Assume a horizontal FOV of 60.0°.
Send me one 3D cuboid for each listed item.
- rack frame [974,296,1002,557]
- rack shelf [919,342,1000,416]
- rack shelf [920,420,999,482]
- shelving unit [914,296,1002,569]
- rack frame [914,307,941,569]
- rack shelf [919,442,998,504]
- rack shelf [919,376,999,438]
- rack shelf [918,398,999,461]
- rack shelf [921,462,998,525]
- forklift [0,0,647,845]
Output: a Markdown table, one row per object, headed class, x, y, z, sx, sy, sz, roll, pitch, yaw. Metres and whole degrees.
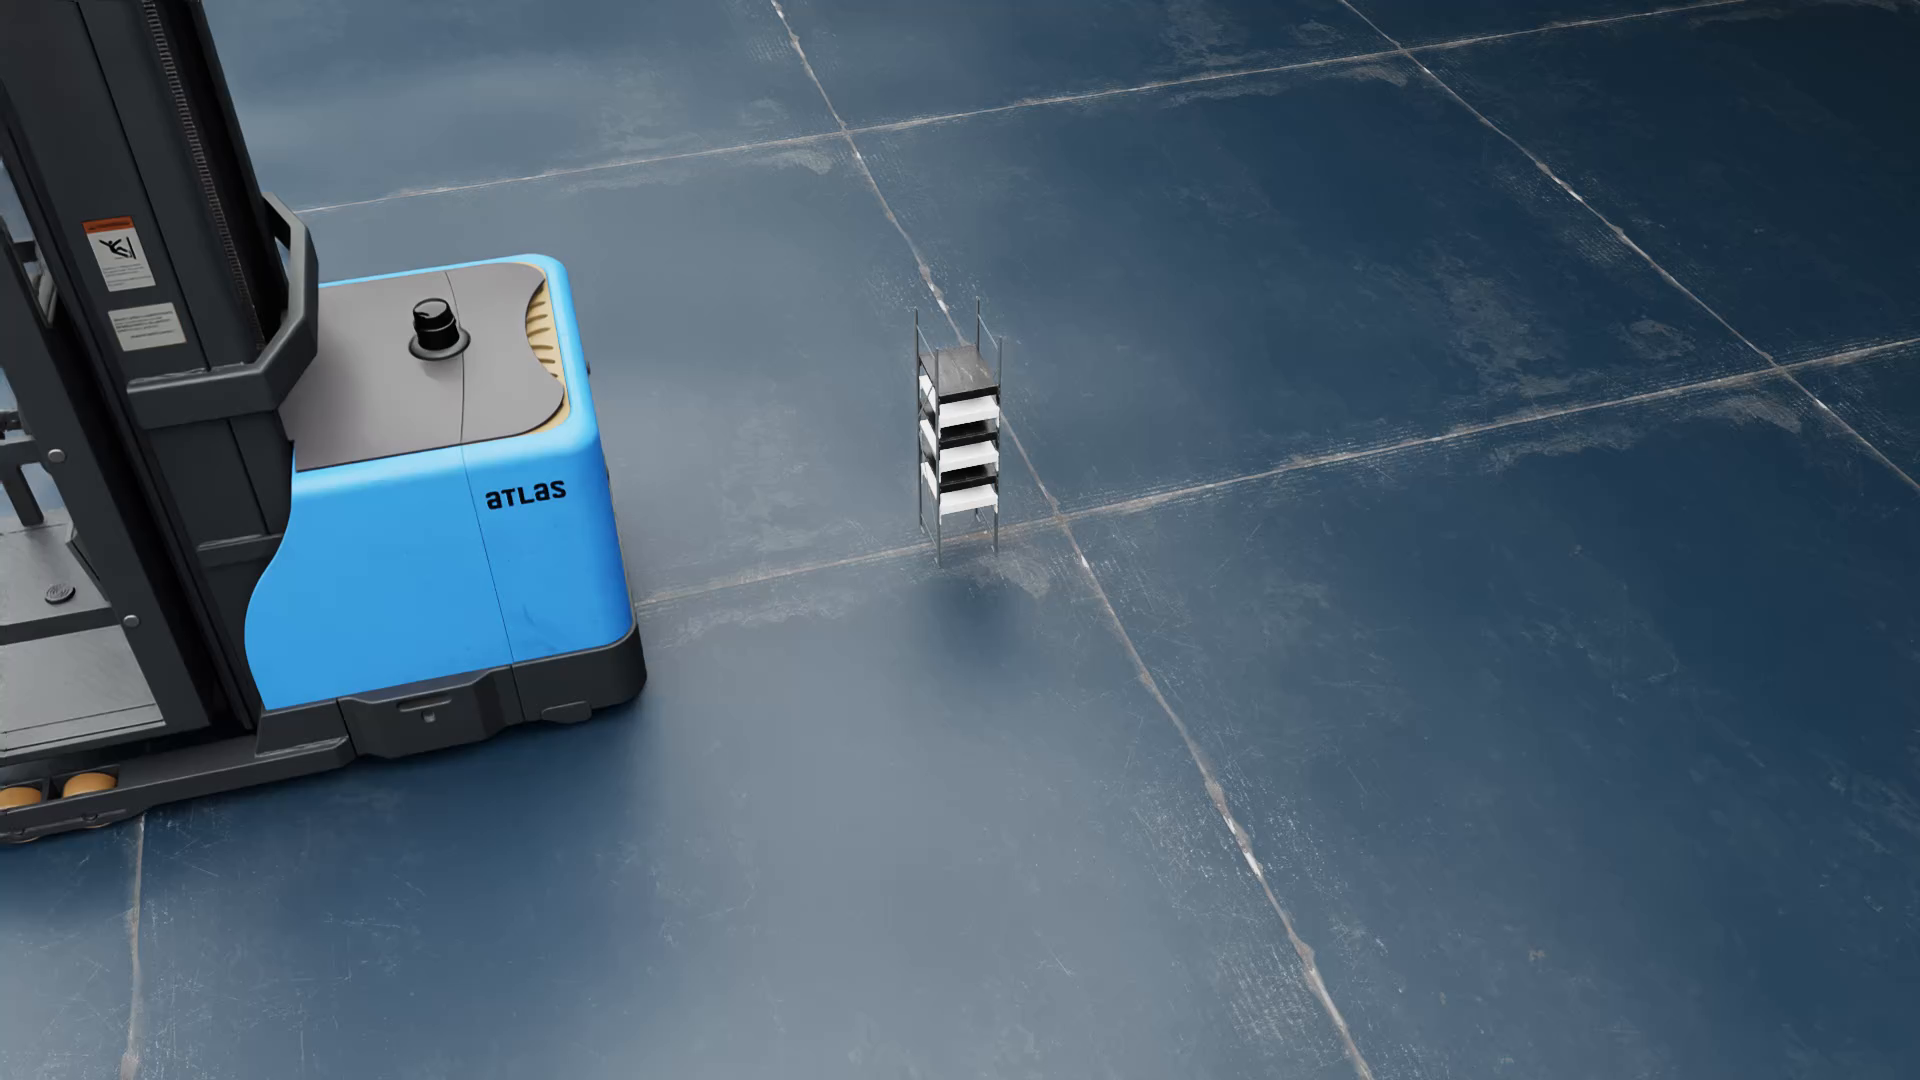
| class | x | y | z | sx | sy | sz | roll | pitch | yaw |
| --- | --- | --- | --- | --- | --- | --- | --- | --- | --- |
| rack frame | 0.089 | -0.357 | 5.475 | 0.006 | 0.900 | 0.240 | -12 | 42 | -13 |
| rack shelf | -0.008 | -0.516 | 5.296 | 0.200 | 0.077 | 0.258 | -12 | 42 | -13 |
| rack shelf | -0.008 | -0.312 | 5.474 | 0.200 | 0.077 | 0.258 | -12 | 42 | -13 |
| shelving unit | -0.008 | -0.337 | 5.452 | 0.210 | 0.900 | 0.258 | -12 | 42 | -13 |
| rack frame | -0.105 | -0.317 | 5.429 | 0.006 | 0.900 | 0.240 | -12 | 42 | -13 |
| rack shelf | -0.008 | -0.244 | 5.533 | 0.200 | 0.077 | 0.258 | -12 | 42 | -13 |
| rack shelf | -0.008 | -0.448 | 5.356 | 0.200 | 0.077 | 0.258 | -12 | 42 | -13 |
| rack shelf | -0.008 | -0.380 | 5.415 | 0.200 | 0.077 | 0.258 | -12 | 42 | -13 |
| rack shelf | -0.008 | -0.177 | 5.592 | 0.200 | 0.077 | 0.258 | -12 | 42 | -13 |
| forklift | -2.546 | -0.626 | 4.239 | 3.031 | 2.935 | 1.130 | -11 | 42 | -12 |
